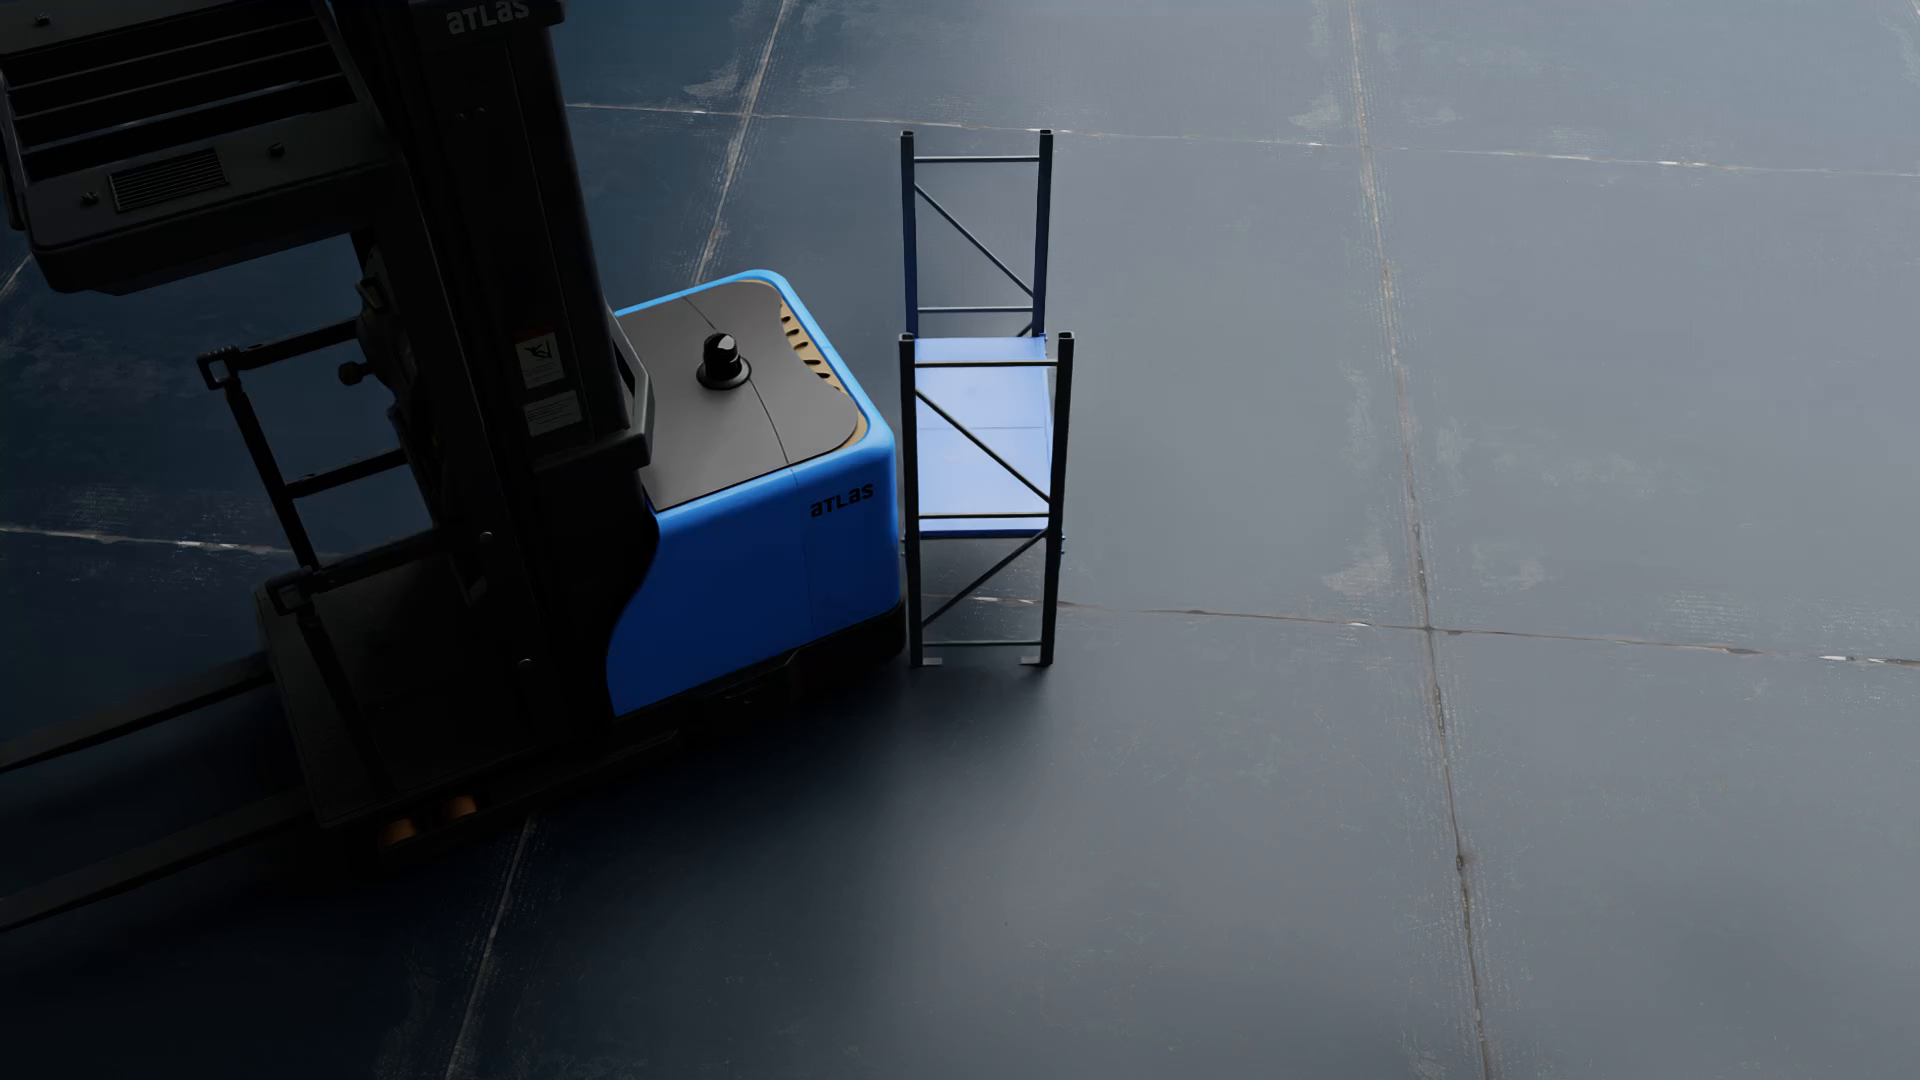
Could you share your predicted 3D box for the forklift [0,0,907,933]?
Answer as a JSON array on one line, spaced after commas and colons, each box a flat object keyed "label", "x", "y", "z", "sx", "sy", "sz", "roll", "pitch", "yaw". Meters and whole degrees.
[{"label": "forklift", "x": -1.737, "y": -0.395, "z": 4.625, "sx": 3.031, "sy": 2.935, "sz": 1.130, "roll": -21, "pitch": 51, "yaw": -18}]

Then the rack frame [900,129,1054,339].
[{"label": "rack frame", "x": 0.055, "y": -0.826, "z": 5.989, "sx": 0.500, "sy": 1.500, "sz": 0.032, "roll": -1, "pitch": 48, "yaw": -1}]

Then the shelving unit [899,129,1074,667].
[{"label": "shelving unit", "x": 0.066, "y": -0.451, "z": 5.646, "sx": 0.538, "sy": 1.500, "sz": 1.048, "roll": -1, "pitch": 48, "yaw": -1}]

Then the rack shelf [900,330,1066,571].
[{"label": "rack shelf", "x": 0.066, "y": -0.330, "z": 5.779, "sx": 0.538, "sy": 0.185, "sz": 1.000, "roll": -1, "pitch": 48, "yaw": -1}]

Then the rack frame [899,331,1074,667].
[{"label": "rack frame", "x": 0.076, "y": -0.076, "z": 5.303, "sx": 0.500, "sy": 1.500, "sz": 0.032, "roll": -1, "pitch": 48, "yaw": -1}]
